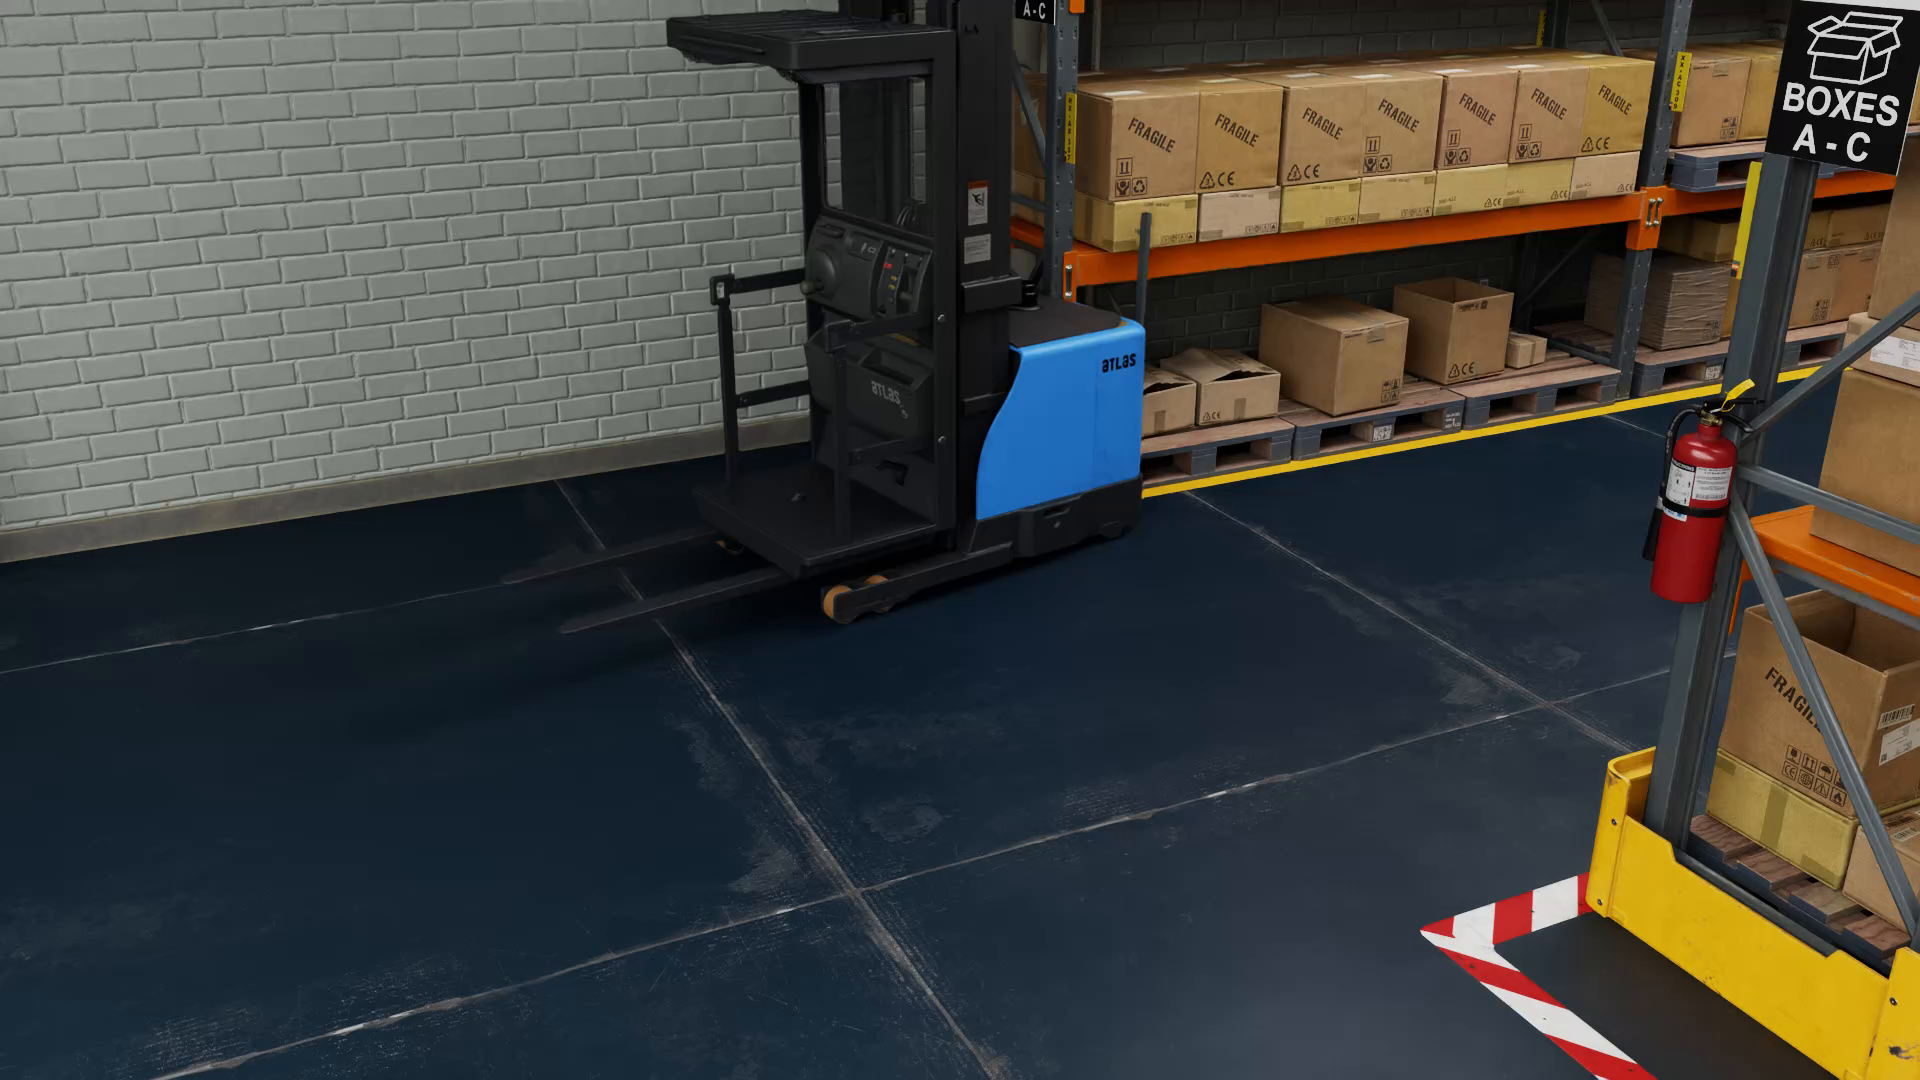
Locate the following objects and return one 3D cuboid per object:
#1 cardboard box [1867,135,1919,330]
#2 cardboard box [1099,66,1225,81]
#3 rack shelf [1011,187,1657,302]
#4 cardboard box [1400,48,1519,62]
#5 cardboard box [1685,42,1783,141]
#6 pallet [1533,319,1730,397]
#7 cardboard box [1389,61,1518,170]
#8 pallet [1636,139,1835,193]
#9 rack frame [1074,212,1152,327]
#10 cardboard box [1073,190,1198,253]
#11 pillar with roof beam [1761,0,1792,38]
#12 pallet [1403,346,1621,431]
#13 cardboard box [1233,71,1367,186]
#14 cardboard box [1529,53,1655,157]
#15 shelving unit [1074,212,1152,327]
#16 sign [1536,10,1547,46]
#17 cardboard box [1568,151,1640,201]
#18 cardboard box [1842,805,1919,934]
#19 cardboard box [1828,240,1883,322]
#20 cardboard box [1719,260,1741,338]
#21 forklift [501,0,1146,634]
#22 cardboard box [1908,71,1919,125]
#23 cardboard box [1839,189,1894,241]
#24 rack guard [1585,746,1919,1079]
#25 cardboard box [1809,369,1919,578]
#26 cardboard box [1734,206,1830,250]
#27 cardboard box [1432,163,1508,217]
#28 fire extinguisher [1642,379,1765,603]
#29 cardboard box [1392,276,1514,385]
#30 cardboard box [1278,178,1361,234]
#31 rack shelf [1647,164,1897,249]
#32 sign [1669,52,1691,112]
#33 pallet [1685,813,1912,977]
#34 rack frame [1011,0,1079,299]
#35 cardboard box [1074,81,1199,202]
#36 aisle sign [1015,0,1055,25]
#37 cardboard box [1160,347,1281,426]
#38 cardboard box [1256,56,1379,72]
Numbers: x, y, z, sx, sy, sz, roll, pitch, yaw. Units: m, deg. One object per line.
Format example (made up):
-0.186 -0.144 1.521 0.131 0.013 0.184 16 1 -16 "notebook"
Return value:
2.917 -0.778 4.381 0.500 0.500 0.700 -10 25 -23 "cardboard box"
1.082 -2.275 9.014 0.500 0.500 0.500 -10 25 -23 "cardboard box"
2.094 -1.756 9.512 4.000 0.370 1.077 -10 25 -24 "rack shelf"
2.914 -2.617 9.839 0.500 0.500 0.500 -11 25 -24 "cardboard box"
4.876 -2.833 10.466 0.500 0.500 0.700 -8 24 -18 "cardboard box"
4.597 -1.262 11.022 1.213 0.211 1.003 -10 25 -24 "pallet"
2.698 -2.357 9.213 0.500 0.500 0.500 -11 25 -25 "cardboard box"
4.648 -2.409 10.398 1.213 0.211 1.003 -10 25 -24 "pallet"
0.754 -1.008 8.667 0.032 1.500 0.500 -20 32 -37 "rack frame"
0.869 -1.669 8.529 0.500 0.250 0.500 -11 25 -25 "cardboard box"
7.821 -4.455 7.246 0.400 9.000 9.100 -10 25 -24 "pillar with roof beam"
3.306 -1.009 10.411 1.213 0.211 1.003 -10 25 -24 "pallet"
1.770 -2.181 8.787 0.500 0.500 0.500 -11 25 -25 "cardboard box"
3.604 -2.522 9.610 0.500 0.500 0.500 -10 25 -24 "cardboard box"
0.374 -0.872 8.359 1.048 1.500 0.538 -20 32 -37 "shelving unit"
3.652 -3.146 10.415 0.005 0.325 0.100 -10 25 -24 "sign"
3.600 -2.178 9.759 0.500 0.250 0.500 -10 25 -23 "cardboard box"
3.023 1.014 4.926 0.500 0.250 0.500 -10 25 -24 "cardboard box"
5.924 -1.857 11.508 0.500 0.500 0.700 -11 25 -24 "cardboard box"
4.996 -1.700 11.127 0.500 0.500 0.700 -11 25 -25 "cardboard box"
-0.584 -1.214 7.350 3.031 2.935 1.130 -16 27 -33 "forklift"
5.968 -3.038 10.961 0.500 0.500 0.700 -10 25 -24 "cardboard box"
6.333 -2.269 11.521 0.500 0.250 0.500 -10 24 -23 "cardboard box"
2.422 1.108 4.919 0.348 0.500 1.175 -10 25 -24 "rack guard"
2.869 -0.170 4.608 0.500 0.500 0.700 -10 25 -24 "cardboard box"
5.414 -2.105 11.126 0.500 0.250 0.500 -11 25 -25 "cardboard box"
2.701 -2.009 9.351 0.500 0.250 0.500 -11 25 -24 "cardboard box"
2.135 -0.155 4.804 0.183 0.674 0.296 -10 25 -24 "fire extinguisher"
2.978 -1.283 10.121 0.500 0.500 0.500 -12 26 -28 "cardboard box"
1.792 -1.842 8.948 0.500 0.250 0.500 -11 25 -24 "cardboard box"
5.698 -2.420 11.115 4.000 0.370 1.077 -10 25 -24 "rack shelf"
4.138 -2.635 9.562 0.005 0.325 0.100 -10 25 -24 "sign"
3.114 1.096 5.325 1.213 0.211 1.003 -10 25 -24 "pallet"
0.292 -1.757 8.573 0.127 3.000 1.000 -10 25 -24 "rack frame"
0.852 -2.019 8.395 0.500 0.500 0.500 -10 25 -24 "cardboard box"
0.357 -2.843 7.797 0.004 0.787 0.394 -10 25 -24 "aisle sign"
1.468 -0.896 9.434 0.500 0.311 0.500 -8 24 -19 "cardboard box"
2.000 -2.446 9.426 0.500 0.500 0.500 -10 25 -23 "cardboard box"
